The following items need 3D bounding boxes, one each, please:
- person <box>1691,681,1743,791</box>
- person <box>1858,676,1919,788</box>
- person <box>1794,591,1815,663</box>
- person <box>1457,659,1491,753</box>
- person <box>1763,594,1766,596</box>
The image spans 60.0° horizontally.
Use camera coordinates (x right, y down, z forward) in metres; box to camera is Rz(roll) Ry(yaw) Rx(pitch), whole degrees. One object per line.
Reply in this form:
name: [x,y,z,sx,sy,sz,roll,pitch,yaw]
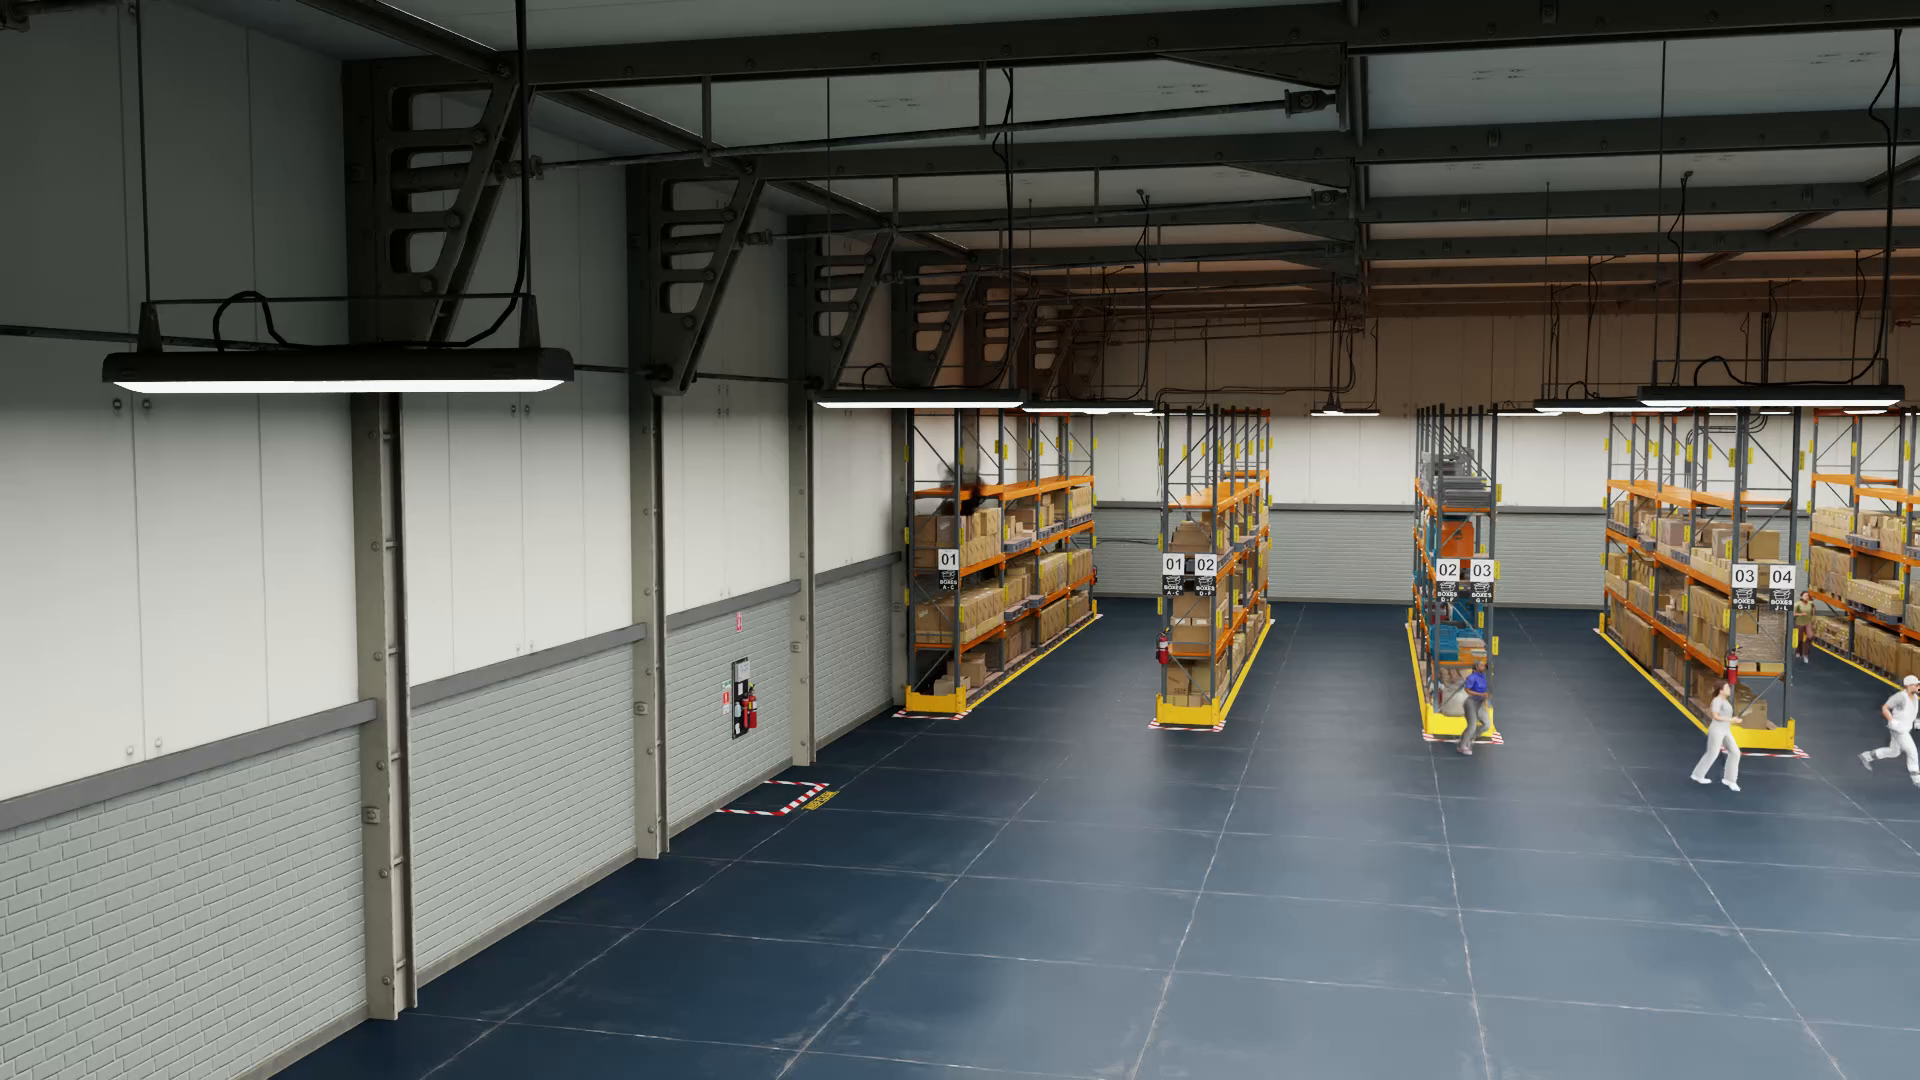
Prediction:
person: [11.726,3.026,25.739,0.551,1.717,0.759,-4,6,-43]
person: [14.601,2.965,25.926,0.659,1.772,1.107,-3,5,-40]
person: [19.911,2.035,39.292,0.599,1.698,0.818,1,4,9]
person: [8.862,2.894,28.451,0.538,1.511,0.591,-4,5,-40]
person: [20.974,1.739,43.943,0.668,1.564,0.727,4,5,40]
